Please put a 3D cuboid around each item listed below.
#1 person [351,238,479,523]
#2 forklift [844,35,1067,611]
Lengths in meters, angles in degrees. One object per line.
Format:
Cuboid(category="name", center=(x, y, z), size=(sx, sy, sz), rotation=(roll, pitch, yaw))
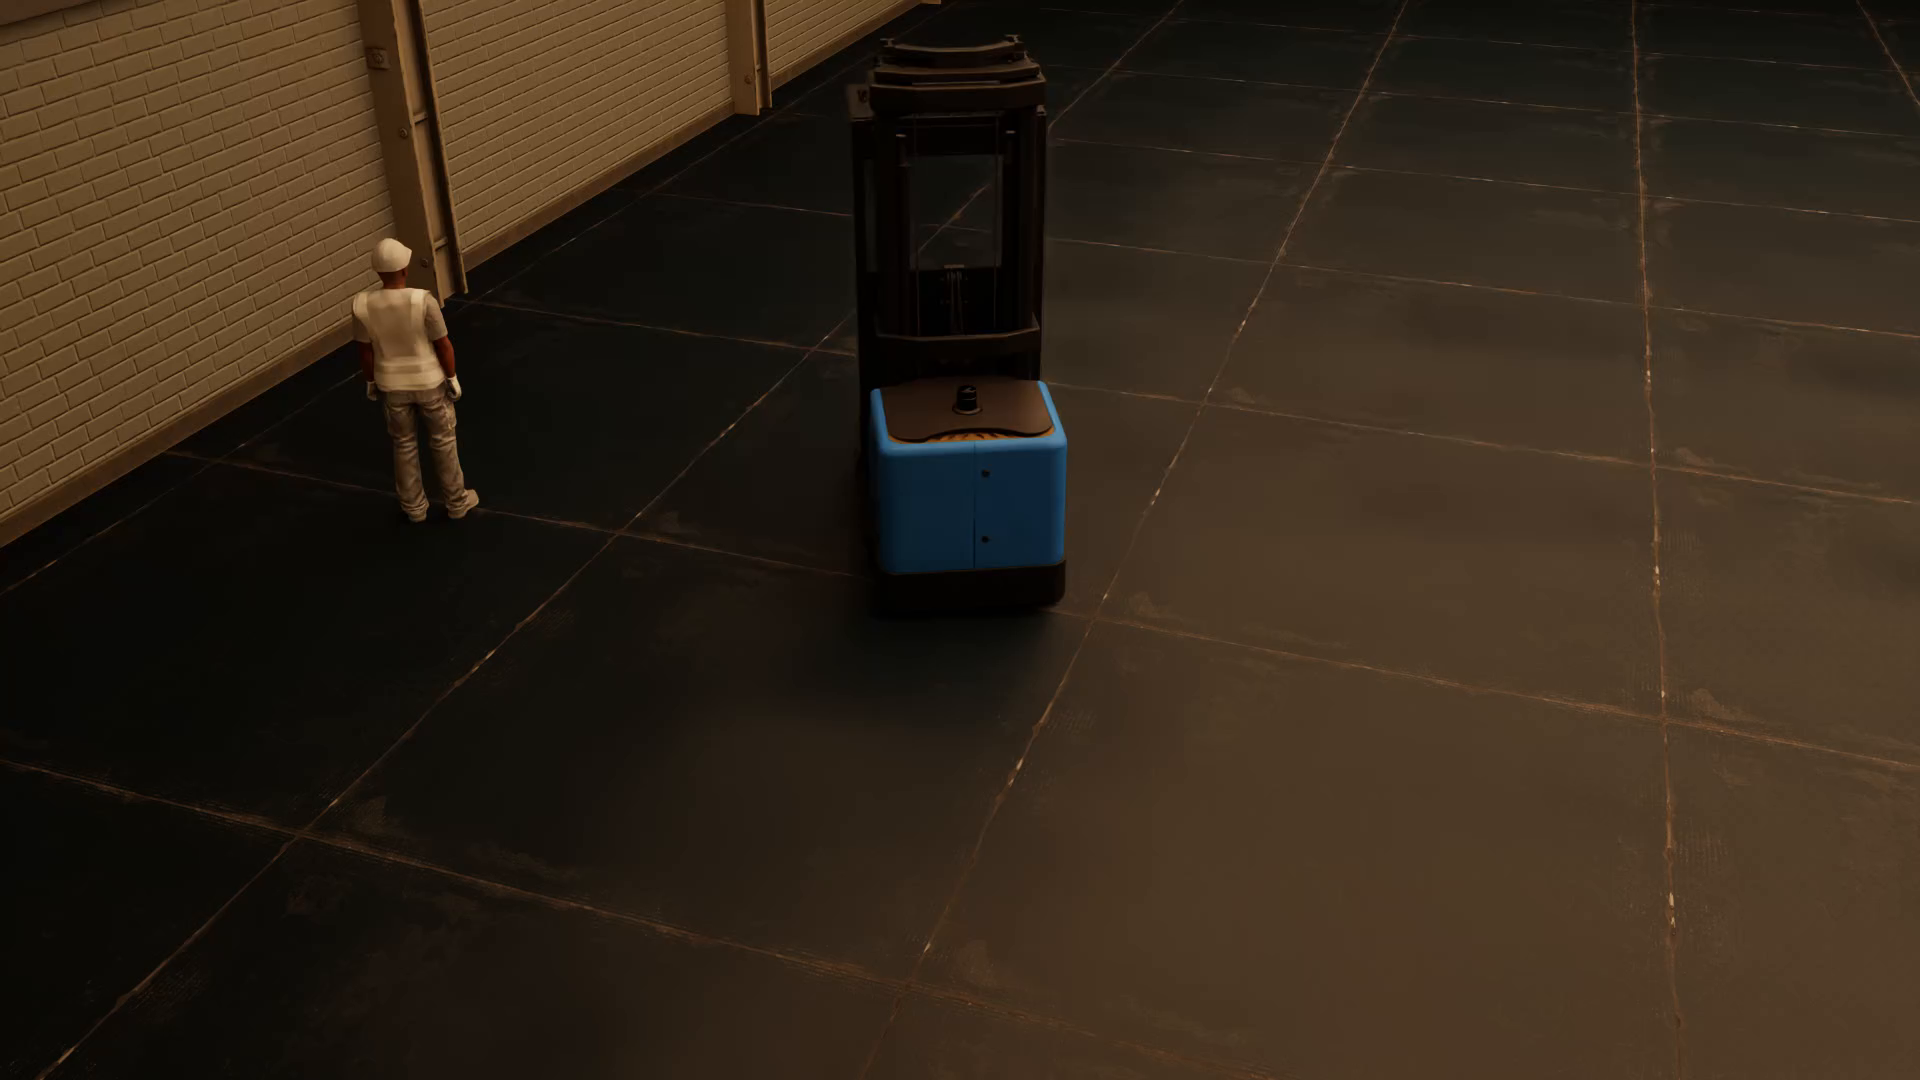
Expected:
Cuboid(category="person", center=(-3.274, -0.951, 9.961), size=(0.557, 1.790, 0.368), rotation=(-2, 30, -3))
Cuboid(category="forklift", center=(-0.092, -1.582, 9.912), size=(1.130, 2.935, 3.031), rotation=(-3, 30, -6))
